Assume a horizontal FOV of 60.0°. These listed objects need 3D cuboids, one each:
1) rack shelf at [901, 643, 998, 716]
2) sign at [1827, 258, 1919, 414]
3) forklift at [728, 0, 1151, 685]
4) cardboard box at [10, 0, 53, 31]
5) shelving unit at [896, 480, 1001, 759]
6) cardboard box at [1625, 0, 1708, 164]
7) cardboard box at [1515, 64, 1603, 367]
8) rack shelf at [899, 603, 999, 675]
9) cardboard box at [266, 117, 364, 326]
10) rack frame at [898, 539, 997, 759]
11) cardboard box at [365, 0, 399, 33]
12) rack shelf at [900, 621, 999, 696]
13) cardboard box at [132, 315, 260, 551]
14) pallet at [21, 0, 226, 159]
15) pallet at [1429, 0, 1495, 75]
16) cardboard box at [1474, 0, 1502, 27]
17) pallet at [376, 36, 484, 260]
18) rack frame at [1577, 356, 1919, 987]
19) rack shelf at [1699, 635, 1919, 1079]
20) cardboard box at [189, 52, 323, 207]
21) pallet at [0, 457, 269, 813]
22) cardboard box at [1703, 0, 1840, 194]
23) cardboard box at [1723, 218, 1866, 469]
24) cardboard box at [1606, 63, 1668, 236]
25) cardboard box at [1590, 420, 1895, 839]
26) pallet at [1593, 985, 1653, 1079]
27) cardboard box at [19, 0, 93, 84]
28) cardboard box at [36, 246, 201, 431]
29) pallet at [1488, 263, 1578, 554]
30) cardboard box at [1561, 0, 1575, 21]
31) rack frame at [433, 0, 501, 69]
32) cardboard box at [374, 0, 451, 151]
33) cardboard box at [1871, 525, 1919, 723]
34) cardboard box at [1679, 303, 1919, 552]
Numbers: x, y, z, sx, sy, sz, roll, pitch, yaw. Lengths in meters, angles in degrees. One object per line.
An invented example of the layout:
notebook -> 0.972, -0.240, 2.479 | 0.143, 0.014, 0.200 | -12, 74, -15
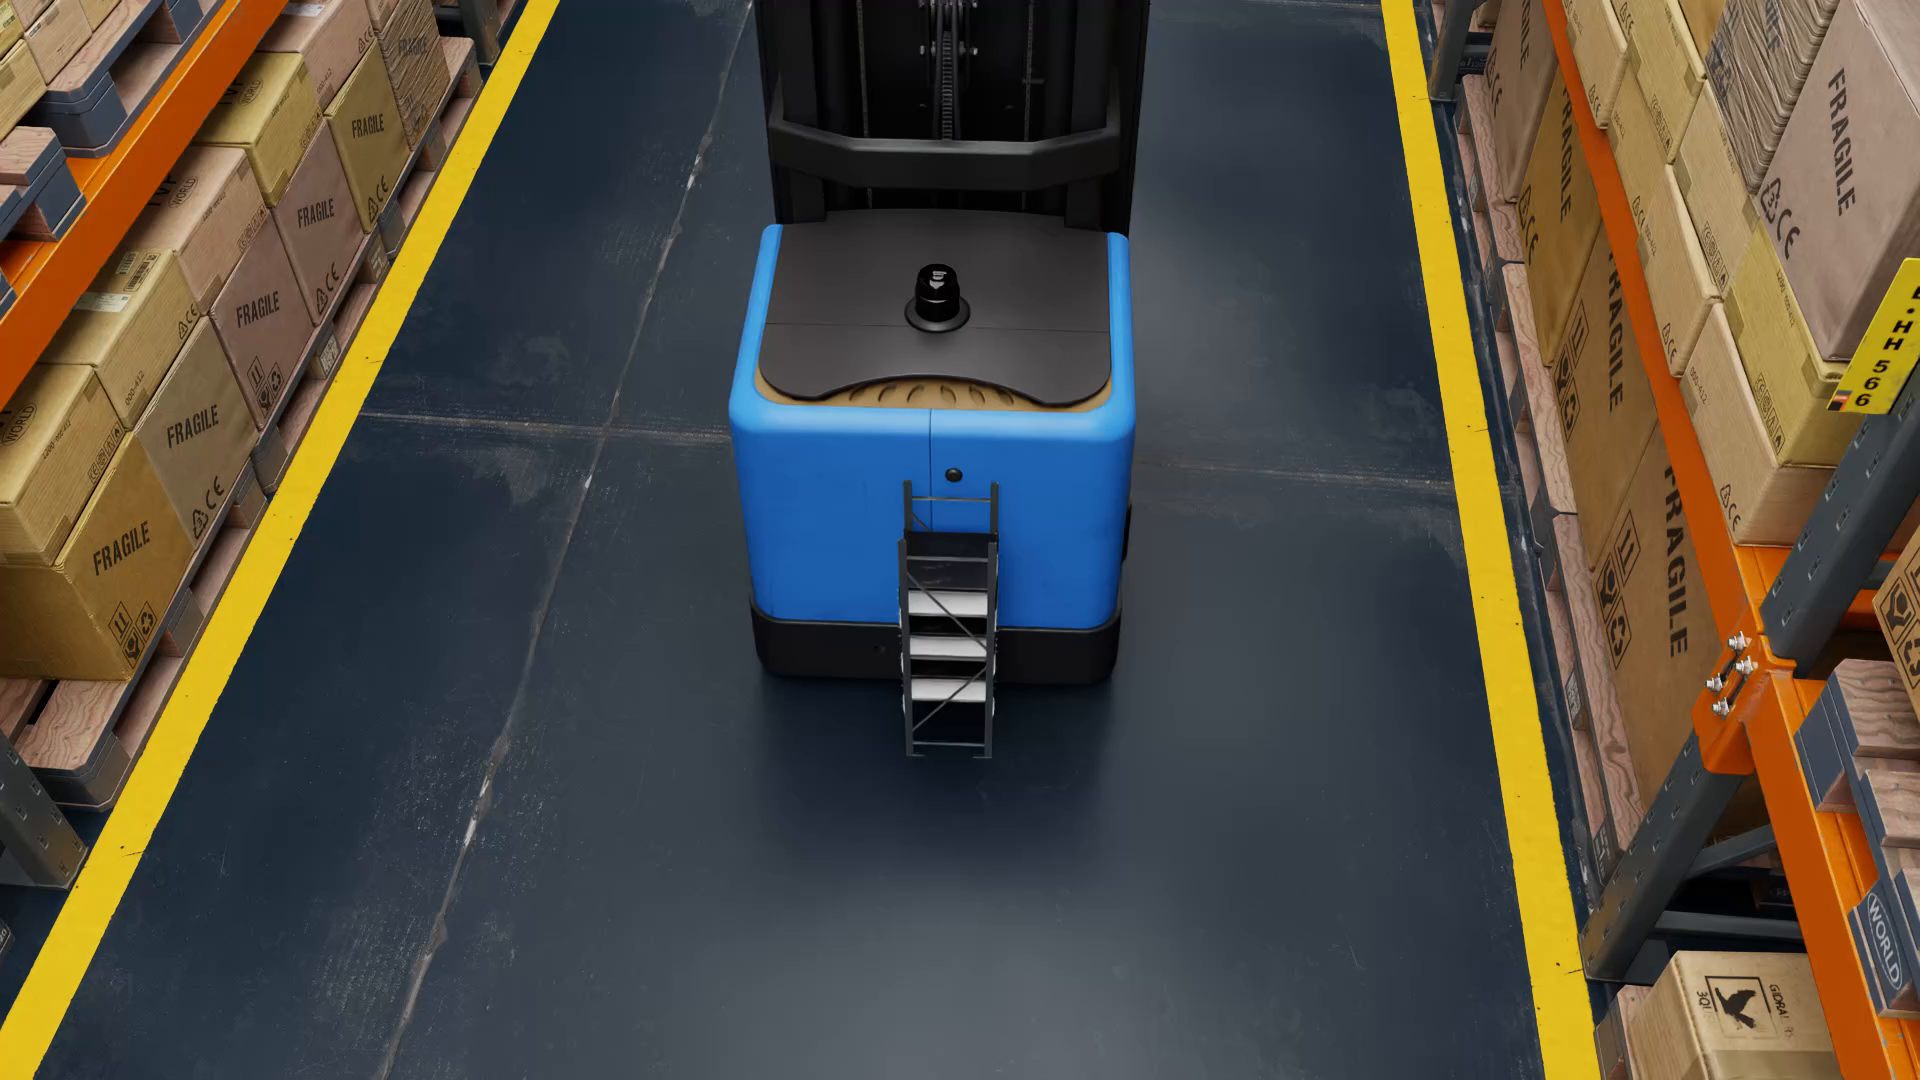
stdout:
rack shelf -> -0.027, 0.377, 4.585 | 0.258, 0.077, 0.200 | 2, 48, 2
sign -> 1.538, -0.330, 2.734 | 0.100, 0.325, 0.005 | 4, 48, 4
forklift -> -0.012, -1.653, 4.775 | 1.130, 2.935, 3.031 | 2, 48, 2
cardboard box -> -2.514, -1.426, 4.205 | 0.380, 0.149, 0.250 | 4, 48, 4
shelving unit -> -0.027, 0.233, 4.427 | 0.258, 0.900, 0.210 | 2, 48, 2
cardboard box -> 1.951, -1.150, 4.032 | 0.500, 0.250, 0.500 | 3, 48, 3
cardboard box -> 2.404, -1.143, 5.418 | 0.875, 0.875, 0.875 | 5, 48, 5
rack shelf -> -0.027, 0.255, 4.452 | 0.258, 0.077, 0.200 | 2, 48, 2
cardboard box -> -2.398, -1.086, 5.620 | 0.500, 0.500, 0.500 | 3, 48, 3
rack frame -> -0.031, 0.308, 4.359 | 0.240, 0.900, 0.006 | 2, 48, 2
cardboard box -> -2.299, -2.089, 6.029 | 0.500, 0.250, 0.500 | 3, 48, 2
rack shelf -> -0.027, 0.316, 4.518 | 0.258, 0.077, 0.200 | 2, 48, 2
cardboard box -> -2.487, -0.333, 4.931 | 0.500, 0.500, 0.500 | 4, 48, 4
pallet -> -2.708, -1.555, 4.770 | 1.003, 0.211, 1.213 | 4, 48, 4
pallet -> 2.603, -2.456, 7.353 | 1.003, 0.211, 1.213 | 4, 48, 4
cardboard box -> 2.620, -2.575, 7.024 | 0.875, 0.438, 0.875 | 3, 48, 3
pallet -> -2.553, -1.589, 6.560 | 1.003, 0.211, 1.213 | 4, 48, 4
rack frame -> 2.091, 0.096, 3.129 | 1.000, 3.000, 0.127 | 4, 48, 4
rack shelf -> 1.909, 1.808, 2.051 | 1.077, 0.370, 4.000 | 4, 48, 4
cardboard box -> -2.393, -1.323, 5.328 | 0.500, 0.250, 0.500 | 2, 48, 2
pallet -> -2.775, 0.204, 4.920 | 1.003, 0.211, 1.213 | 4, 48, 4
cardboard box -> 1.916, -1.050, 3.432 | 0.500, 0.500, 0.500 | 5, 48, 4
cardboard box -> 1.882, -0.395, 3.341 | 0.500, 0.250, 0.500 | 4, 48, 3
cardboard box -> 1.971, -0.988, 4.222 | 0.500, 0.250, 0.500 | 3, 48, 3
cardboard box -> 2.237, 0.169, 4.218 | 0.875, 0.875, 0.875 | 3, 48, 3
pallet -> 2.018, 1.611, 3.633 | 1.003, 0.211, 1.213 | 4, 48, 4
cardboard box -> -2.512, -1.324, 4.314 | 0.380, 0.149, 0.250 | 5, 48, 5
cardboard box -> -2.498, -0.577, 4.646 | 0.500, 0.250, 0.500 | 3, 48, 3
pallet -> 2.352, -0.431, 5.501 | 1.003, 0.211, 1.213 | 4, 48, 4
cardboard box -> 2.044, -1.731, 4.902 | 0.500, 0.250, 0.500 | 4, 48, 3
rack frame -> -2.483, -3.102, 6.054 | 1.000, 3.000, 0.127 | 4, 48, 4
cardboard box -> -2.300, -1.839, 6.309 | 0.500, 0.500, 0.500 | 3, 48, 3
cardboard box -> 1.819, 0.135, 2.540 | 0.500, 0.500, 0.500 | 3, 48, 2
cardboard box -> 1.878, -0.242, 3.541 | 0.500, 0.250, 0.500 | 2, 48, 2
